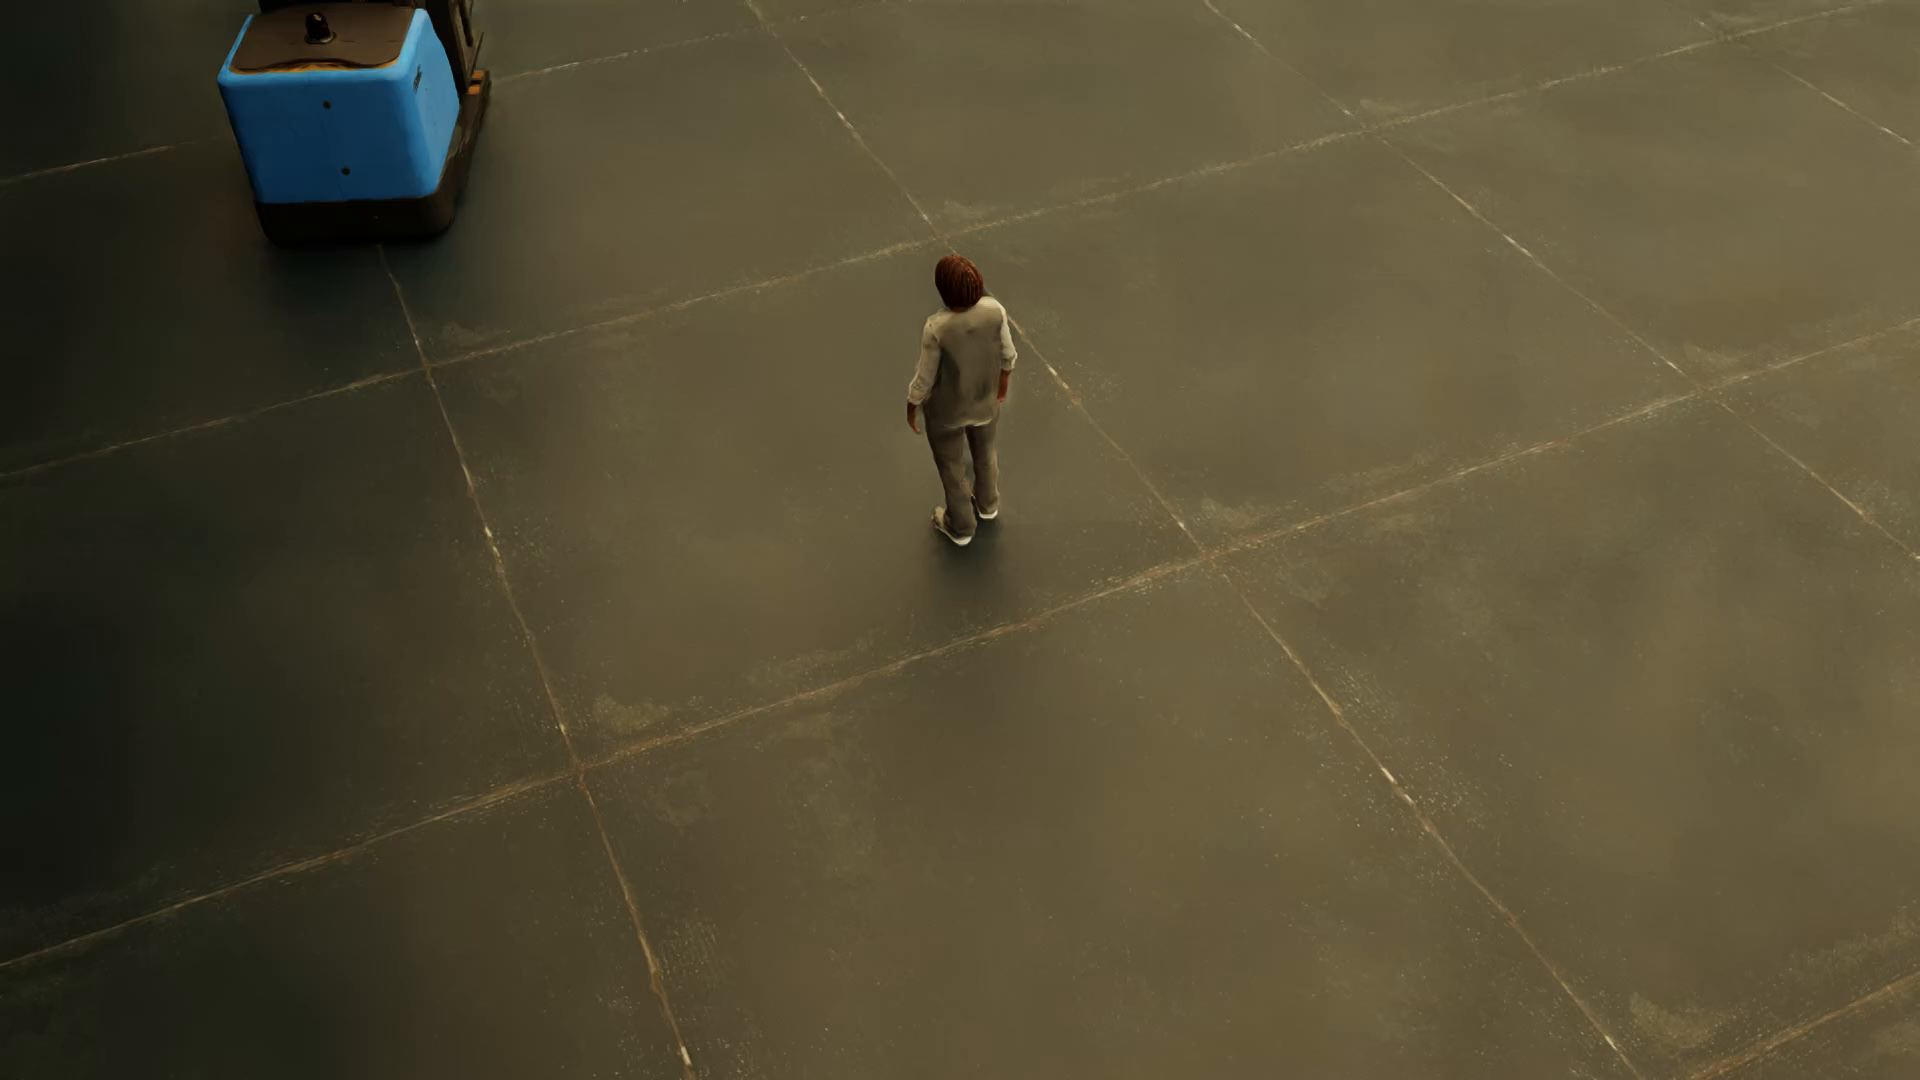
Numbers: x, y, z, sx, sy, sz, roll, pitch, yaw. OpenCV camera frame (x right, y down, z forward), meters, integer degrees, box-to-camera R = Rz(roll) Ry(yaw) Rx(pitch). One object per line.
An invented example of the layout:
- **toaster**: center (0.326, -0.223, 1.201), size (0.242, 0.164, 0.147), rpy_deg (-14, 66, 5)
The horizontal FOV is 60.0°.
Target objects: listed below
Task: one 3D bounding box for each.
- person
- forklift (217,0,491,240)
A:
- **person**: center (-0.018, -0.639, 7.332), size (0.521, 1.597, 0.474), rpy_deg (-18, 46, -18)
- **forklift**: center (-3.626, -3.797, 9.748), size (1.130, 2.935, 3.031), rpy_deg (-3, 43, -4)
